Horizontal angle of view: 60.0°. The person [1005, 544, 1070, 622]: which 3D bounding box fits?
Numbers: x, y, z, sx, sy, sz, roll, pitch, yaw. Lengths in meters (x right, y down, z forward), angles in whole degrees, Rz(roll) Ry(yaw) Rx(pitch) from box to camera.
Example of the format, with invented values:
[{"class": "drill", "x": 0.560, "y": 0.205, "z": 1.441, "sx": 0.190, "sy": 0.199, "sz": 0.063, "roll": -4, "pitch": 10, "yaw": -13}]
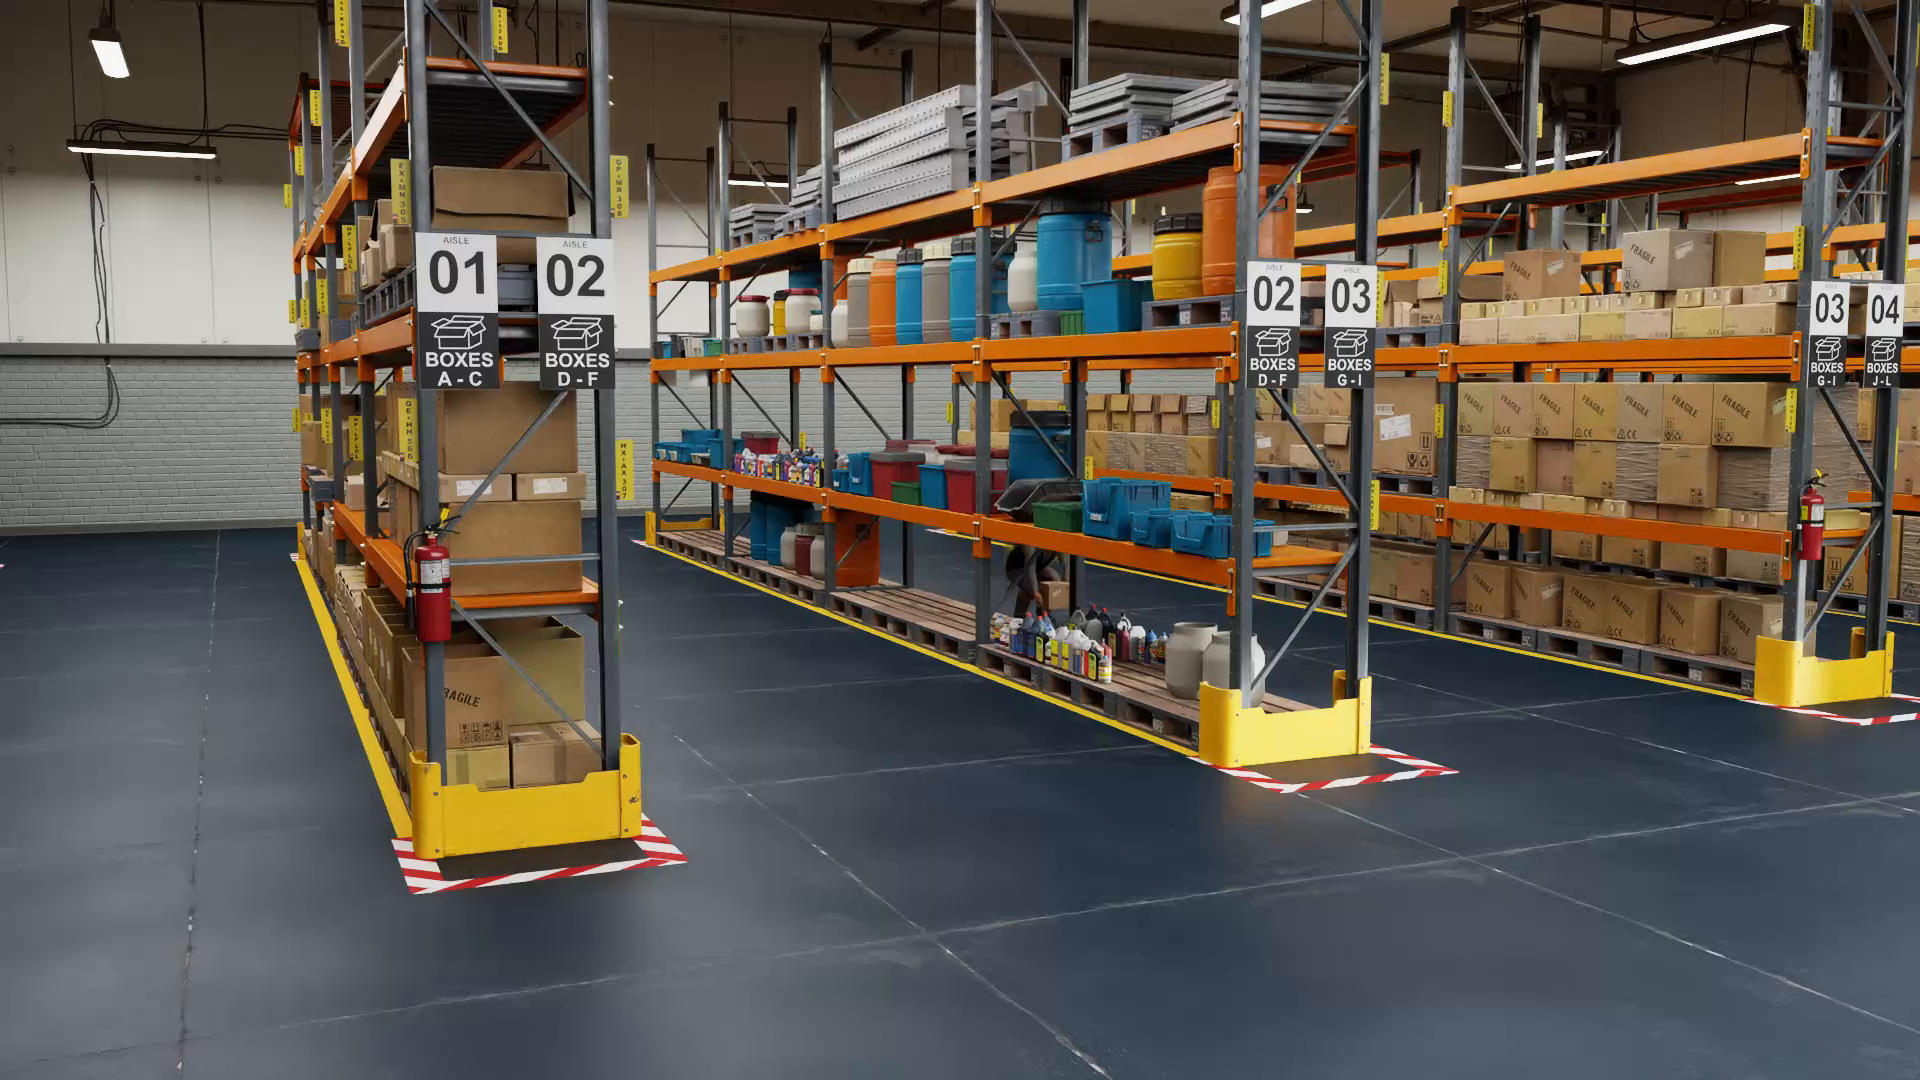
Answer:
[{"class": "person", "x": 0.829, "y": 0.339, "z": 17.030, "sx": 0.550, "sy": 1.025, "sz": 0.854, "roll": -2, "pitch": 6, "yaw": -24}]
